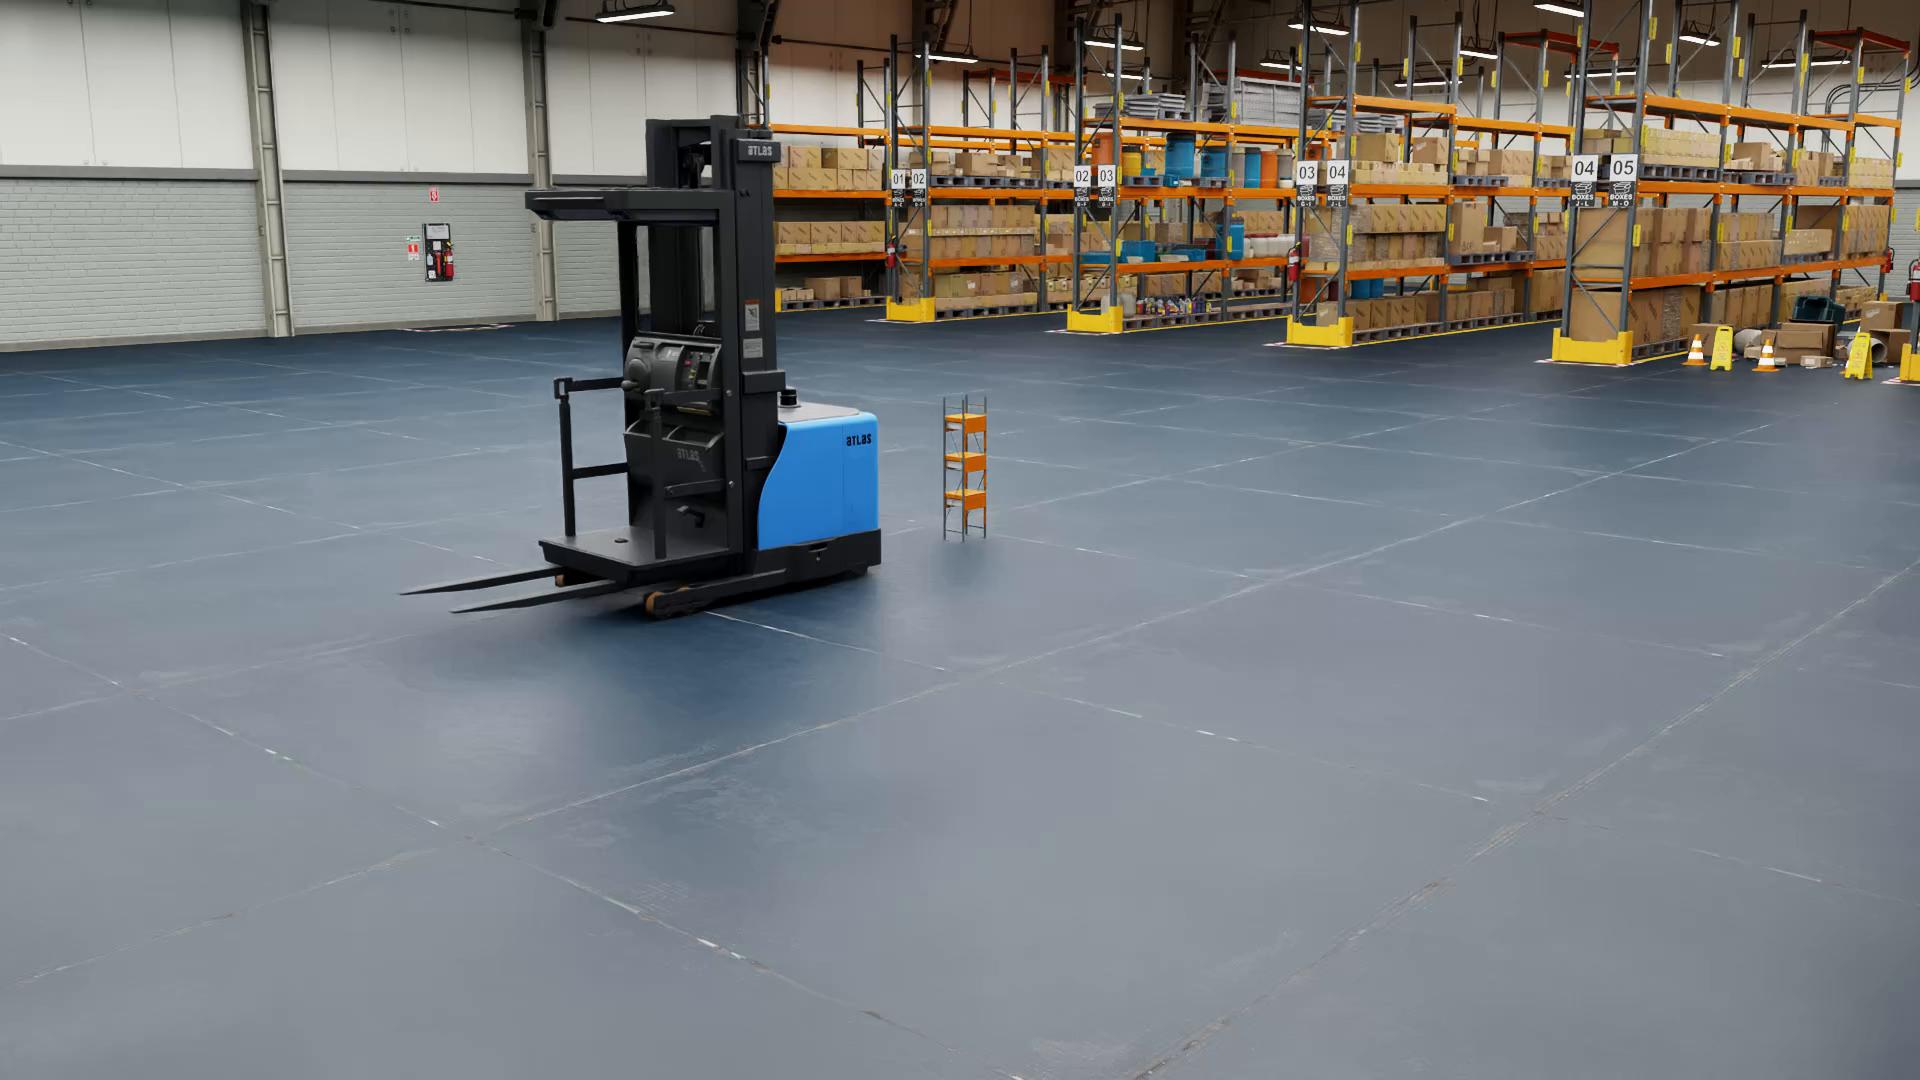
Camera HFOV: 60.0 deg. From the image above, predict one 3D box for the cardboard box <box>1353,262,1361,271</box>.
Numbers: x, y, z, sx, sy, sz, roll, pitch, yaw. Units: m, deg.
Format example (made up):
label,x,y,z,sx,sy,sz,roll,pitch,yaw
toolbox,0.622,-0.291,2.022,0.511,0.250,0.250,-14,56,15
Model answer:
label,x,y,z,sx,sy,sz,roll,pitch,yaw
cardboard box,6.925,-4.890,29.678,0.380,0.149,0.250,10,15,40

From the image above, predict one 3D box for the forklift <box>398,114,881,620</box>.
label,x,y,z,sx,sy,sz,roll,pitch,yaw
forklift,-1.926,-1.079,10.131,3.031,2.935,1.130,-11,16,-44

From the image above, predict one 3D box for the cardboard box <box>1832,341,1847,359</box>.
label,x,y,z,sx,sy,sz,roll,pitch,yaw
cardboard box,14.313,-3.092,27.014,0.258,0.266,0.396,0,11,1

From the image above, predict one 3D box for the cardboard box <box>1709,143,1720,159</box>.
label,x,y,z,sx,sy,sz,roll,pitch,yaw
cardboard box,12.545,-6.593,28.199,0.500,0.250,0.500,10,15,40

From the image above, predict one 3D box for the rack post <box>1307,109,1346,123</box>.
label,x,y,z,sx,sy,sz,roll,pitch,yaw
rack post,8.386,-9.802,38.505,0.954,0.300,0.937,10,15,40

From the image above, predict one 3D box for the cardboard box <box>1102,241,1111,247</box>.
label,x,y,z,sx,sy,sz,roll,pitch,yaw
cardboard box,3.484,-7.276,41.209,0.500,0.311,0.500,10,15,40

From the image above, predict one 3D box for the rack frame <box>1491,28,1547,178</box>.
label,x,y,z,sx,sy,sz,roll,pitch,yaw
rack frame,11.659,-9.087,34.731,1.000,3.000,0.127,10,15,40

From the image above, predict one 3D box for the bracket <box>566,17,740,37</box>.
label,x,y,z,sx,sy,sz,roll,pitch,yaw
bracket,-6.691,-11.322,36.734,0.076,0.066,4.783,10,15,40

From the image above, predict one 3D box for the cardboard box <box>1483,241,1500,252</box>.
label,x,y,z,sx,sy,sz,roll,pitch,yaw
cardboard box,10.761,-6.005,33.887,0.396,0.266,0.258,9,15,39

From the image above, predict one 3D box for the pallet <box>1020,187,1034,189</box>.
label,x,y,z,sx,sy,sz,roll,pitch,yaw
pallet,1.618,-9.711,45.997,1.003,0.211,1.213,11,16,43

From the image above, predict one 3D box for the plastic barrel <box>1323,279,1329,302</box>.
label,x,y,z,sx,sy,sz,roll,pitch,yaw
plastic barrel,8.554,-5.940,39.572,0.421,0.512,0.421,0,11,0

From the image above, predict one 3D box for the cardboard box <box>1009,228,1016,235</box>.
label,x,y,z,sx,sy,sz,roll,pitch,yaw
cardboard box,1.053,-7.023,37.806,0.380,0.149,0.250,10,15,40

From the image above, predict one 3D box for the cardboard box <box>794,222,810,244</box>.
label,x,y,z,sx,sy,sz,roll,pitch,yaw
cardboard box,-3.910,-7.296,39.499,0.500,0.500,0.500,10,15,41

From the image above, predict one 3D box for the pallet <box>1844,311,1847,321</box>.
label,x,y,z,sx,sy,sz,roll,pitch,yaw
pallet,18.375,-4.813,35.771,1.003,0.211,1.213,10,15,40

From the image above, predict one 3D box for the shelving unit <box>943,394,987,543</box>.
label,x,y,z,sx,sy,sz,roll,pitch,yaw
shelving unit,0.035,-0.523,12.148,0.215,1.050,0.252,10,15,40

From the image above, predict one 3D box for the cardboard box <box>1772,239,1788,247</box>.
label,x,y,z,sx,sy,sz,roll,pitch,yaw
cardboard box,15.788,-5.762,32.214,0.380,0.149,0.250,11,15,43

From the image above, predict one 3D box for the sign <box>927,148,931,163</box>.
label,x,y,z,sx,sy,sz,roll,pitch,yaw
sign,-0.648,-8.115,35.090,0.100,0.325,0.005,10,15,40

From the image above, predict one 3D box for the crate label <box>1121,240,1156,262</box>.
label,x,y,z,sx,sy,sz,roll,pitch,yaw
crate label,3.669,-5.931,34.159,0.502,0.435,0.616,10,15,40

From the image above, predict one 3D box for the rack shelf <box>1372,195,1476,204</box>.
label,x,y,z,sx,sy,sz,roll,pitch,yaw
rack shelf,11.899,-8.786,42.721,1.077,0.370,4.000,10,15,40

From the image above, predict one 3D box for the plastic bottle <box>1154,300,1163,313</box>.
label,x,y,z,sx,sy,sz,roll,pitch,yaw
plastic bottle,4.176,-4.906,34.946,0.152,0.276,0.135,10,15,40

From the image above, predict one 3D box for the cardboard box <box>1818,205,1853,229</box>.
label,x,y,z,sx,sy,sz,roll,pitch,yaw
cardboard box,18.439,-6.797,35.018,0.500,0.500,0.500,10,15,42

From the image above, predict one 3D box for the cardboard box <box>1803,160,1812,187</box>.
label,x,y,z,sx,sy,sz,roll,pitch,yaw
cardboard box,16.220,-7.133,32.351,0.500,0.500,0.500,10,15,40

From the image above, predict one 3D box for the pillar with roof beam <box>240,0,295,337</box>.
label,x,y,z,sx,sy,sz,roll,pitch,yaw
pillar with roof beam,-9.660,-7.724,27.907,9.100,9.000,0.548,10,15,40

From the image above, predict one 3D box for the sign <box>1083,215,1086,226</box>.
label,x,y,z,sx,sy,sz,roll,pitch,yaw
sign,3.551,-9.115,47.435,0.100,0.325,0.005,10,15,40

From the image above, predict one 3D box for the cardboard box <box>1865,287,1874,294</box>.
label,x,y,z,sx,sy,sz,roll,pitch,yaw
cardboard box,20.155,-5.571,37.131,0.380,0.149,0.250,9,15,39

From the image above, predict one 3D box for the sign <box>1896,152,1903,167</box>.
label,x,y,z,sx,sy,sz,roll,pitch,yaw
sign,21.003,-8.496,37.172,0.100,0.325,0.005,10,15,40

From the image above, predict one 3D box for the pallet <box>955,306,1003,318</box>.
label,x,y,z,sx,sy,sz,roll,pitch,yaw
pallet,0.218,-5.178,37.599,1.003,0.211,1.213,10,15,40

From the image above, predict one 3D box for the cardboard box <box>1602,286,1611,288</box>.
label,x,y,z,sx,sy,sz,roll,pitch,yaw
cardboard box,14.795,-5.984,38.866,0.875,0.875,0.875,10,15,40

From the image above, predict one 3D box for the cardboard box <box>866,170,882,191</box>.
label,x,y,z,sx,sy,sz,roll,pitch,yaw
cardboard box,-2.293,-8.901,41.152,0.500,0.500,0.500,10,15,42

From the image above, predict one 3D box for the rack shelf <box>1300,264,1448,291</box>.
label,x,y,z,sx,sy,sz,roll,pitch,yaw
rack shelf,7.698,-4.909,30.969,1.077,0.370,4.000,10,15,40

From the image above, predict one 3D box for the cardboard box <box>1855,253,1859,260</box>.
label,x,y,z,sx,sy,sz,roll,pitch,yaw
cardboard box,19.224,-6.153,36.003,0.380,0.149,0.250,11,15,43

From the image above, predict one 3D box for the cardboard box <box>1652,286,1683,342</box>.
label,x,y,z,sx,sy,sz,roll,pitch,yaw
cardboard box,11.618,-3.848,28.169,0.875,0.875,0.875,10,15,41

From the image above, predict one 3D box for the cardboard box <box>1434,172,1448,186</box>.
label,x,y,z,sx,sy,sz,roll,pitch,yaw
cardboard box,8.914,-6.853,31.588,0.500,0.250,0.500,11,15,42

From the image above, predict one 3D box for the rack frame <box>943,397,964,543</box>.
label,x,y,z,sx,sy,sz,roll,pitch,yaw
rack frame,-0.045,-0.505,12.058,0.200,1.050,0.008,10,15,40

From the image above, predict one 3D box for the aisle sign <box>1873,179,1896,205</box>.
label,x,y,z,sx,sy,sz,roll,pitch,yaw
aisle sign,20.872,-7.913,37.531,0.394,0.787,0.004,10,15,40

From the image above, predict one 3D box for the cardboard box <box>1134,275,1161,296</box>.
label,x,y,z,sx,sy,sz,roll,pitch,yaw
cardboard box,4.735,-6.446,42.086,0.500,0.500,0.500,11,15,43

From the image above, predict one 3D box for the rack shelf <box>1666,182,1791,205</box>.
label,x,y,z,sx,sy,sz,roll,pitch,yaw
rack shelf,13.998,-6.313,30.337,1.077,0.370,4.000,10,15,40

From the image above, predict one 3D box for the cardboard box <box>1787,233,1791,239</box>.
label,x,y,z,sx,sy,sz,roll,pitch,yaw
cardboard box,15.944,-5.946,32.373,0.380,0.149,0.250,9,15,39

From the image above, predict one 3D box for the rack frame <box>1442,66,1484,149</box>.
label,x,y,z,sx,sy,sz,roll,pitch,yaw
rack frame,13.219,-10.904,43.830,1.000,3.000,0.127,10,15,40

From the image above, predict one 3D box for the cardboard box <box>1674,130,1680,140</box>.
label,x,y,z,sx,sy,sz,roll,pitch,yaw
cardboard box,11.336,-6.500,26.718,0.380,0.149,0.250,10,15,40

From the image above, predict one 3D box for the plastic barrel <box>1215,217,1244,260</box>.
label,x,y,z,sx,sy,sz,roll,pitch,yaw
plastic barrel,5.781,-6.460,35.618,0.600,0.901,0.708,10,15,40

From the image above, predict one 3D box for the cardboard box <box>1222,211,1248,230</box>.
label,x,y,z,sx,sy,sz,roll,pitch,yaw
cardboard box,7.383,-8.587,44.738,0.500,0.500,0.500,10,15,42

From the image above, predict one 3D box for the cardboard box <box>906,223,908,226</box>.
label,x,y,z,sx,sy,sz,roll,pitch,yaw
cardboard box,-1.408,-7.894,42.698,0.500,0.500,0.700,-10,15,-42

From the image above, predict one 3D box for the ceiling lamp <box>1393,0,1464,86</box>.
label,x,y,z,sx,sy,sz,roll,pitch,yaw
ceiling lamp,13.150,-14.478,46.822,2.000,3.185,0.800,10,15,40

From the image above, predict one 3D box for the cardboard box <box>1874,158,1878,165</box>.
label,x,y,z,sx,sy,sz,roll,pitch,yaw
cardboard box,19.731,-8.233,36.201,0.380,0.149,0.250,10,15,42

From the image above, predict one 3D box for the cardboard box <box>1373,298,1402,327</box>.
label,x,y,z,sx,sy,sz,roll,pitch,yaw
cardboard box,8.001,-4.296,31.372,0.500,0.500,0.500,8,14,35

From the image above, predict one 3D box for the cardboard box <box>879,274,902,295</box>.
label,x,y,z,sx,sy,sz,roll,pitch,yaw
cardboard box,-1.671,-6.578,42.746,0.700,0.500,0.500,10,15,42

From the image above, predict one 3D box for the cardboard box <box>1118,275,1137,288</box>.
label,x,y,z,sx,sy,sz,roll,pitch,yaw
cardboard box,4.059,-6.450,41.362,0.500,0.311,0.500,10,15,42

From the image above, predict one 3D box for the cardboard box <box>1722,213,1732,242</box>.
label,x,y,z,sx,sy,sz,roll,pitch,yaw
cardboard box,13.339,-5.589,29.729,0.700,0.500,0.500,9,15,39

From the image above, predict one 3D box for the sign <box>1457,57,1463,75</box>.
label,x,y,z,sx,sy,sz,roll,pitch,yaw
sign,9.414,-8.922,31.320,0.100,0.325,0.005,10,15,40

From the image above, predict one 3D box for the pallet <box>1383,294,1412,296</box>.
label,x,y,z,sx,sy,sz,roll,pitch,yaw
pallet,11.035,-6.120,42.311,1.003,0.211,1.213,10,15,40

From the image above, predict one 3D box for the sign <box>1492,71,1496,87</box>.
label,x,y,z,sx,sy,sz,roll,pitch,yaw
sign,11.240,-9.694,34.981,0.100,0.325,0.005,10,15,40
